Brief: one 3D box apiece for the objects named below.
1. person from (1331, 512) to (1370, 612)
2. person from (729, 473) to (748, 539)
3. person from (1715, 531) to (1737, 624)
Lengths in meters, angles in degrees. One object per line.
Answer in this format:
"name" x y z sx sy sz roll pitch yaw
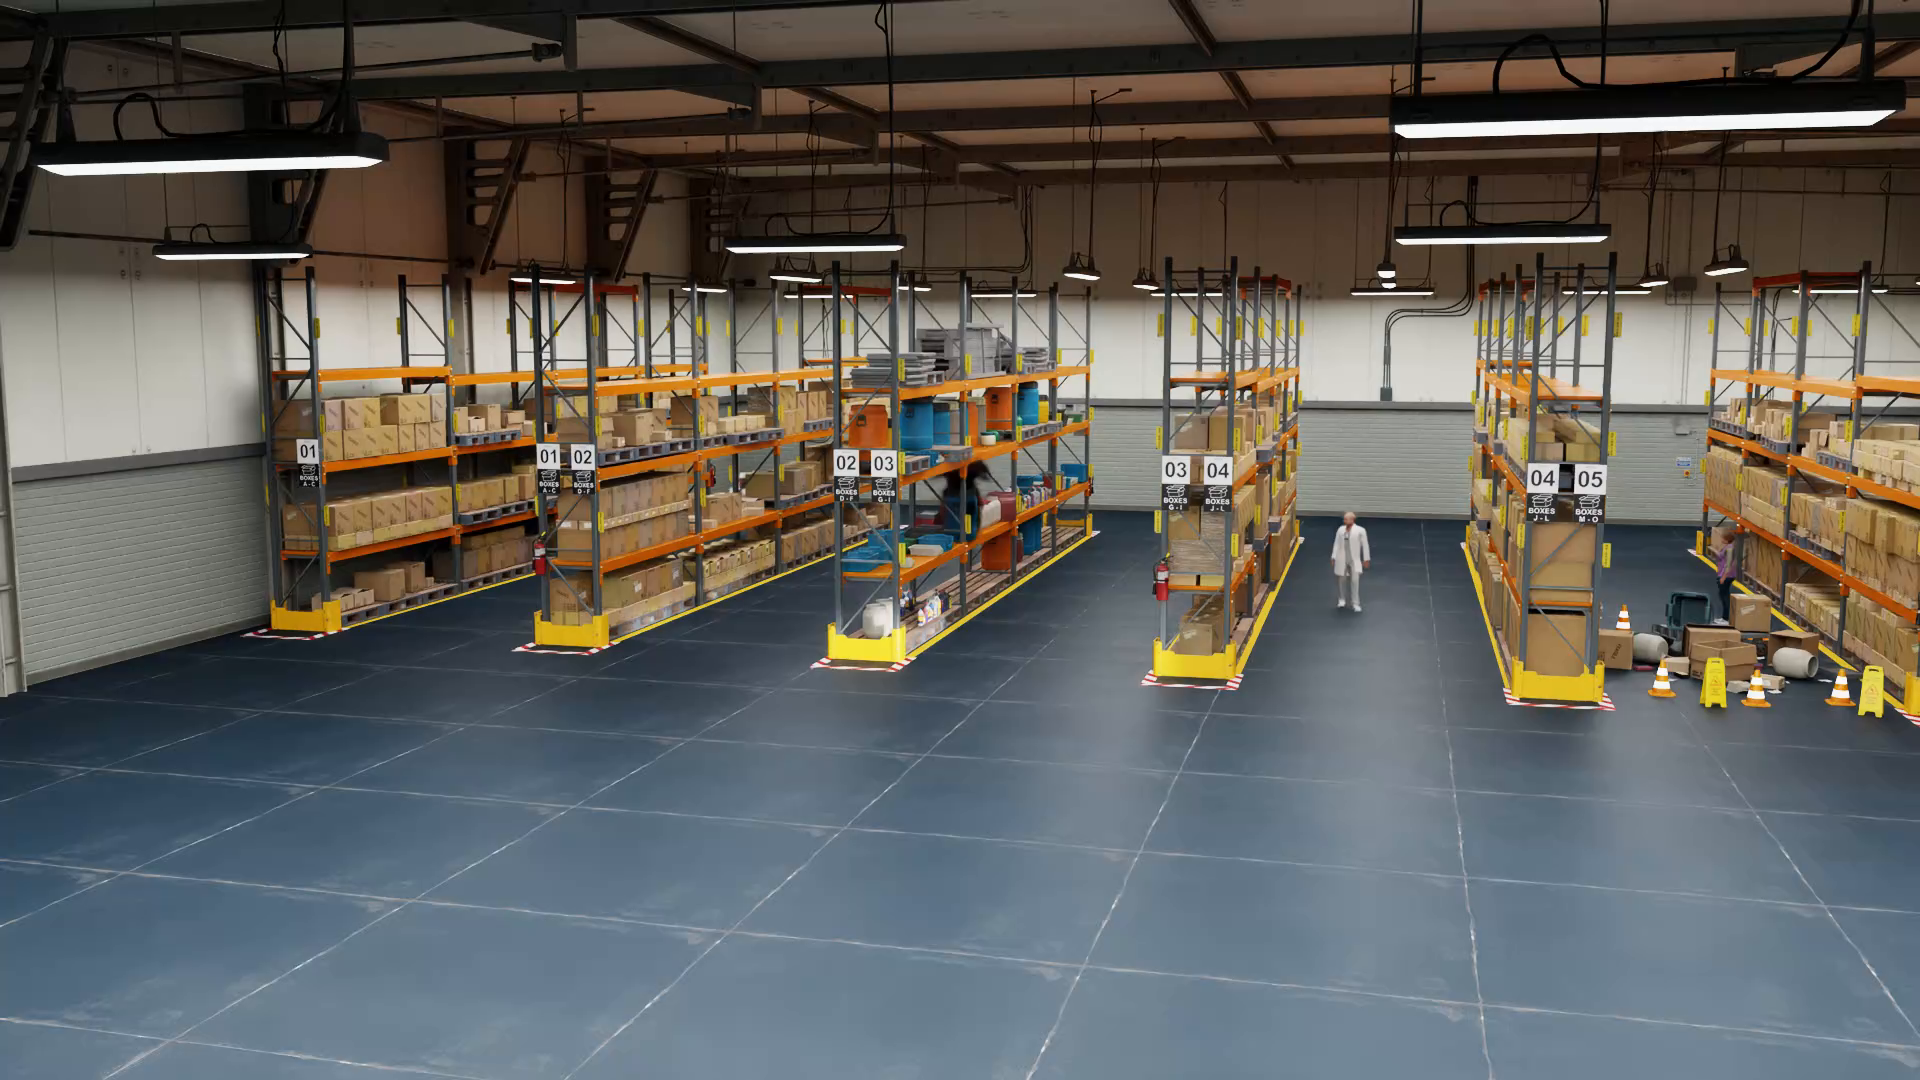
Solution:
"person" 6.947 0.368 29.550 0.685 1.725 1.079 1 7 8
"person" -5.019 -0.670 38.139 0.690 1.765 0.953 2 8 15
"person" 13.022 0.654 28.275 0.442 1.635 0.330 -7 10 -42
